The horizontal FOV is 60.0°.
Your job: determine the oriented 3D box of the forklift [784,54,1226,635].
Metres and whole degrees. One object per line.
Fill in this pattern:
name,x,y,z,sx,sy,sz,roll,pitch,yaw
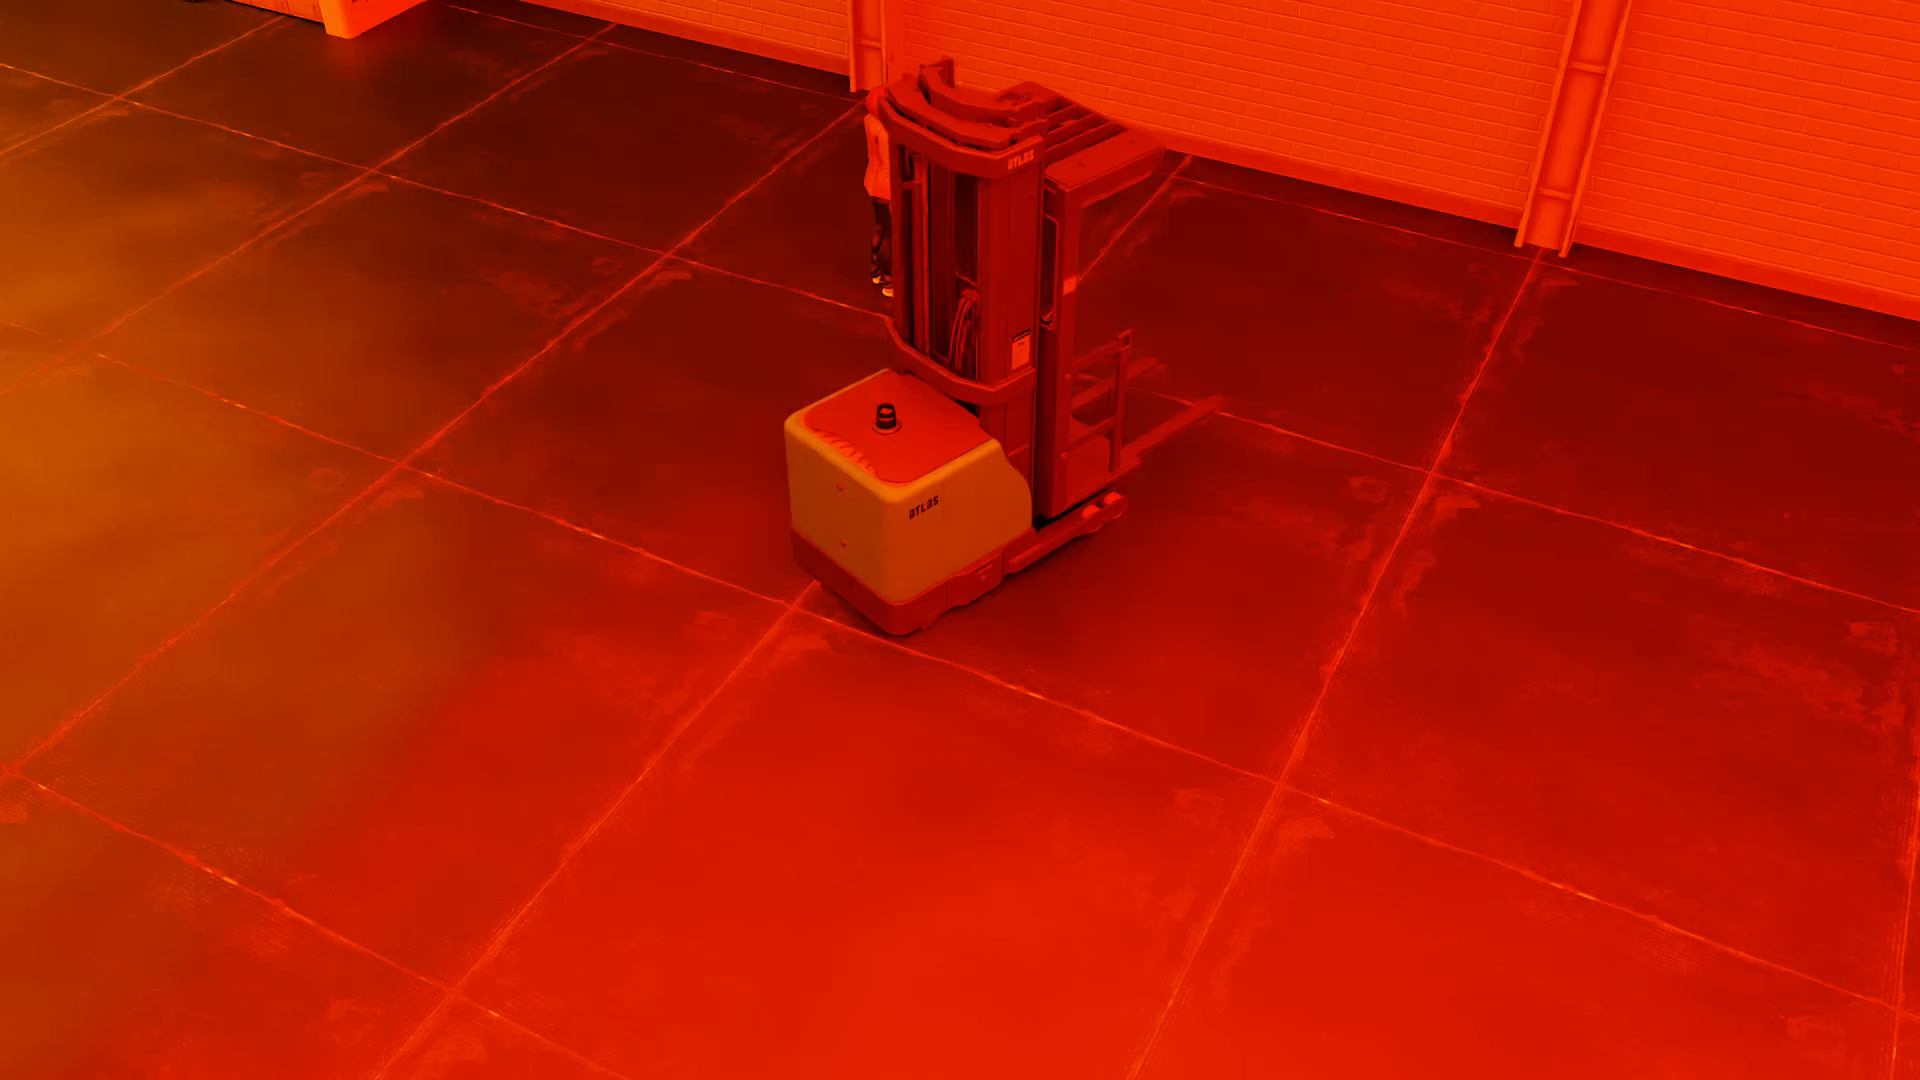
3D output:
forklift,0.416,-1.396,9.643,3.031,2.935,1.130,-30,49,-31

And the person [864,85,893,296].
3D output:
person,-0.520,-2.531,12.026,0.331,1.602,0.411,-13,42,-15
